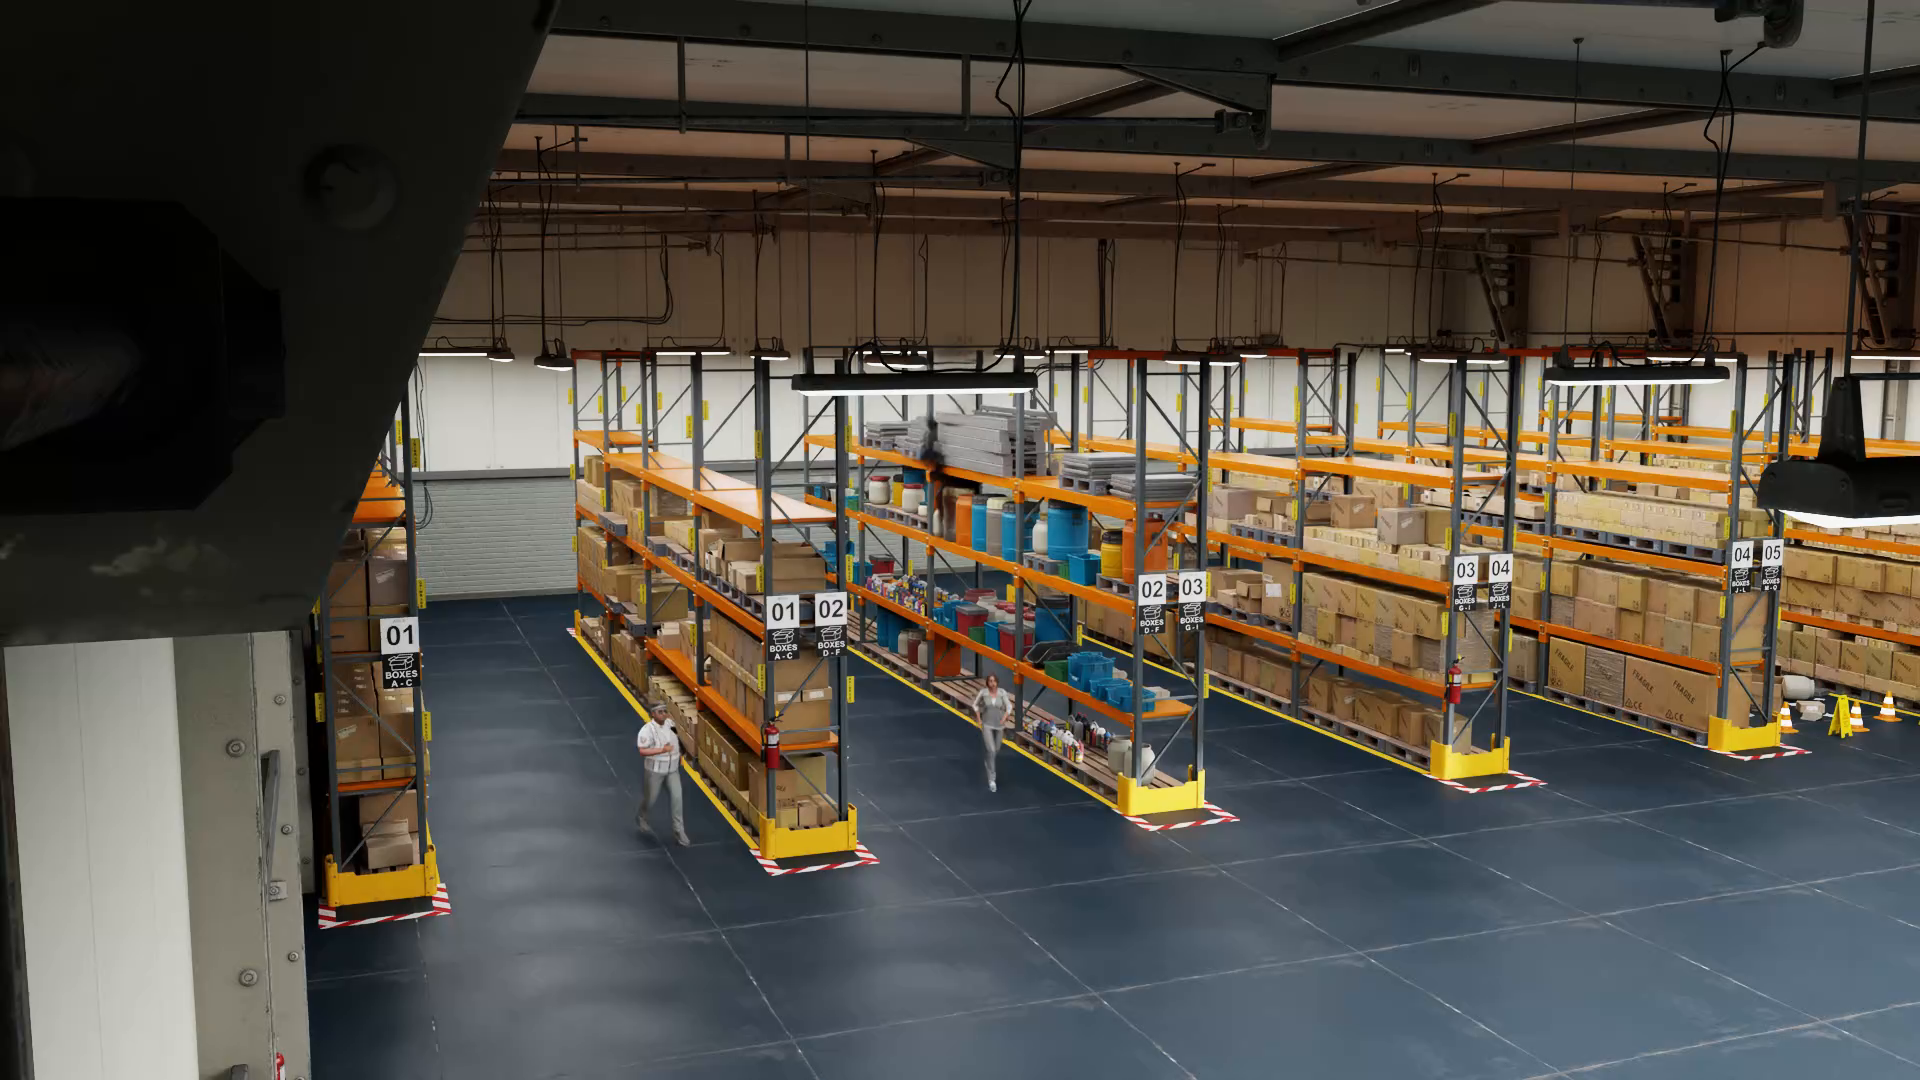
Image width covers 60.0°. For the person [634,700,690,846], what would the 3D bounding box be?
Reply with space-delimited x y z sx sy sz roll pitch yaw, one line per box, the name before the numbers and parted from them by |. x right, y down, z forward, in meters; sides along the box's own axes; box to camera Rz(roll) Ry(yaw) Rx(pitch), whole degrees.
person | -3.726 2.857 20.741 0.657 1.785 0.968 -6 9 -40

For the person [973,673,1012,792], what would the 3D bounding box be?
person | 0.456 2.643 23.352 0.535 1.622 0.766 -1 7 -11

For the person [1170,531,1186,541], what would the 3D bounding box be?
person | 5.400 0.396 41.142 0.795 1.786 0.750 -4 8 -28
